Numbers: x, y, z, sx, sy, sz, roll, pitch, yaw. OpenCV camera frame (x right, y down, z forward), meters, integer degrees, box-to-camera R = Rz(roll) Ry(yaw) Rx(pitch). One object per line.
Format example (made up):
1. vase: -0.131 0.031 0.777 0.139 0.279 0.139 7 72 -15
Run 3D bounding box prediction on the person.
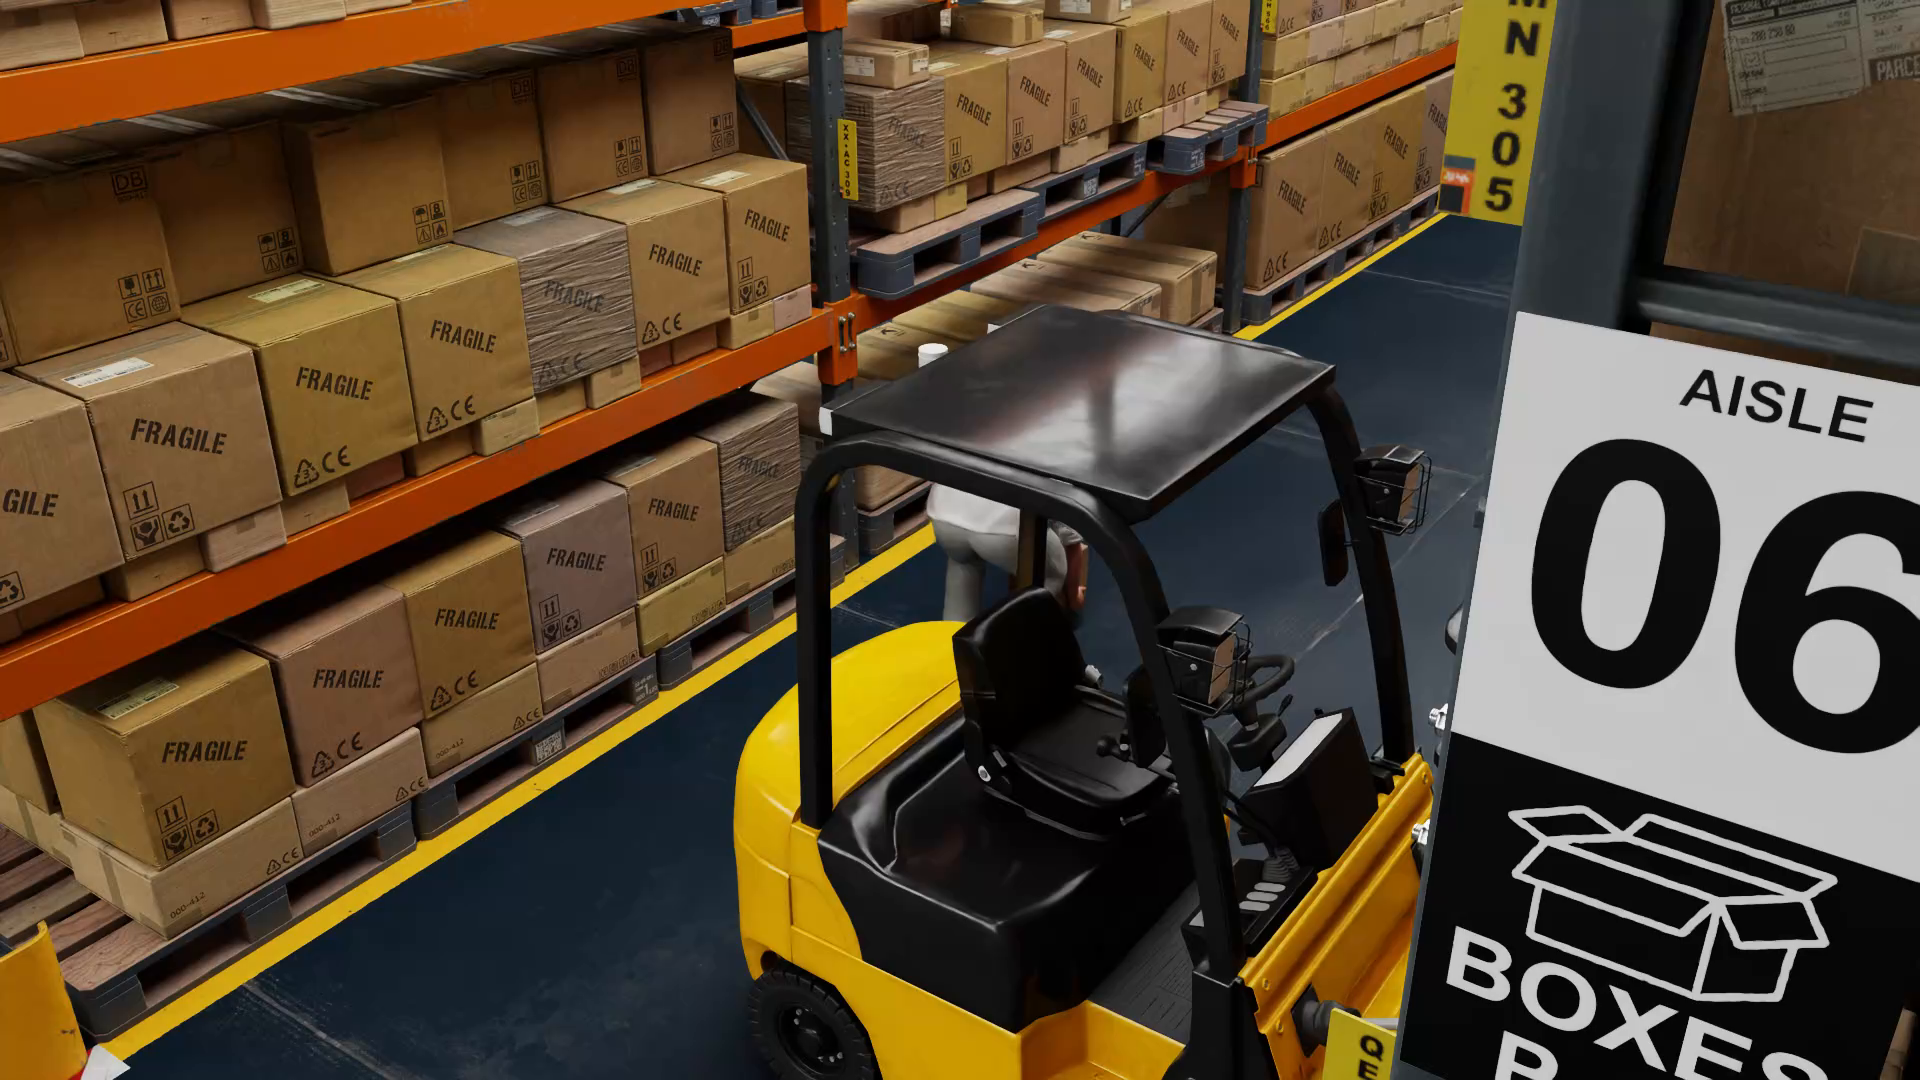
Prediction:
1. person: 0.233 0.003 6.917 0.522 1.020 1.030 13 30 25
